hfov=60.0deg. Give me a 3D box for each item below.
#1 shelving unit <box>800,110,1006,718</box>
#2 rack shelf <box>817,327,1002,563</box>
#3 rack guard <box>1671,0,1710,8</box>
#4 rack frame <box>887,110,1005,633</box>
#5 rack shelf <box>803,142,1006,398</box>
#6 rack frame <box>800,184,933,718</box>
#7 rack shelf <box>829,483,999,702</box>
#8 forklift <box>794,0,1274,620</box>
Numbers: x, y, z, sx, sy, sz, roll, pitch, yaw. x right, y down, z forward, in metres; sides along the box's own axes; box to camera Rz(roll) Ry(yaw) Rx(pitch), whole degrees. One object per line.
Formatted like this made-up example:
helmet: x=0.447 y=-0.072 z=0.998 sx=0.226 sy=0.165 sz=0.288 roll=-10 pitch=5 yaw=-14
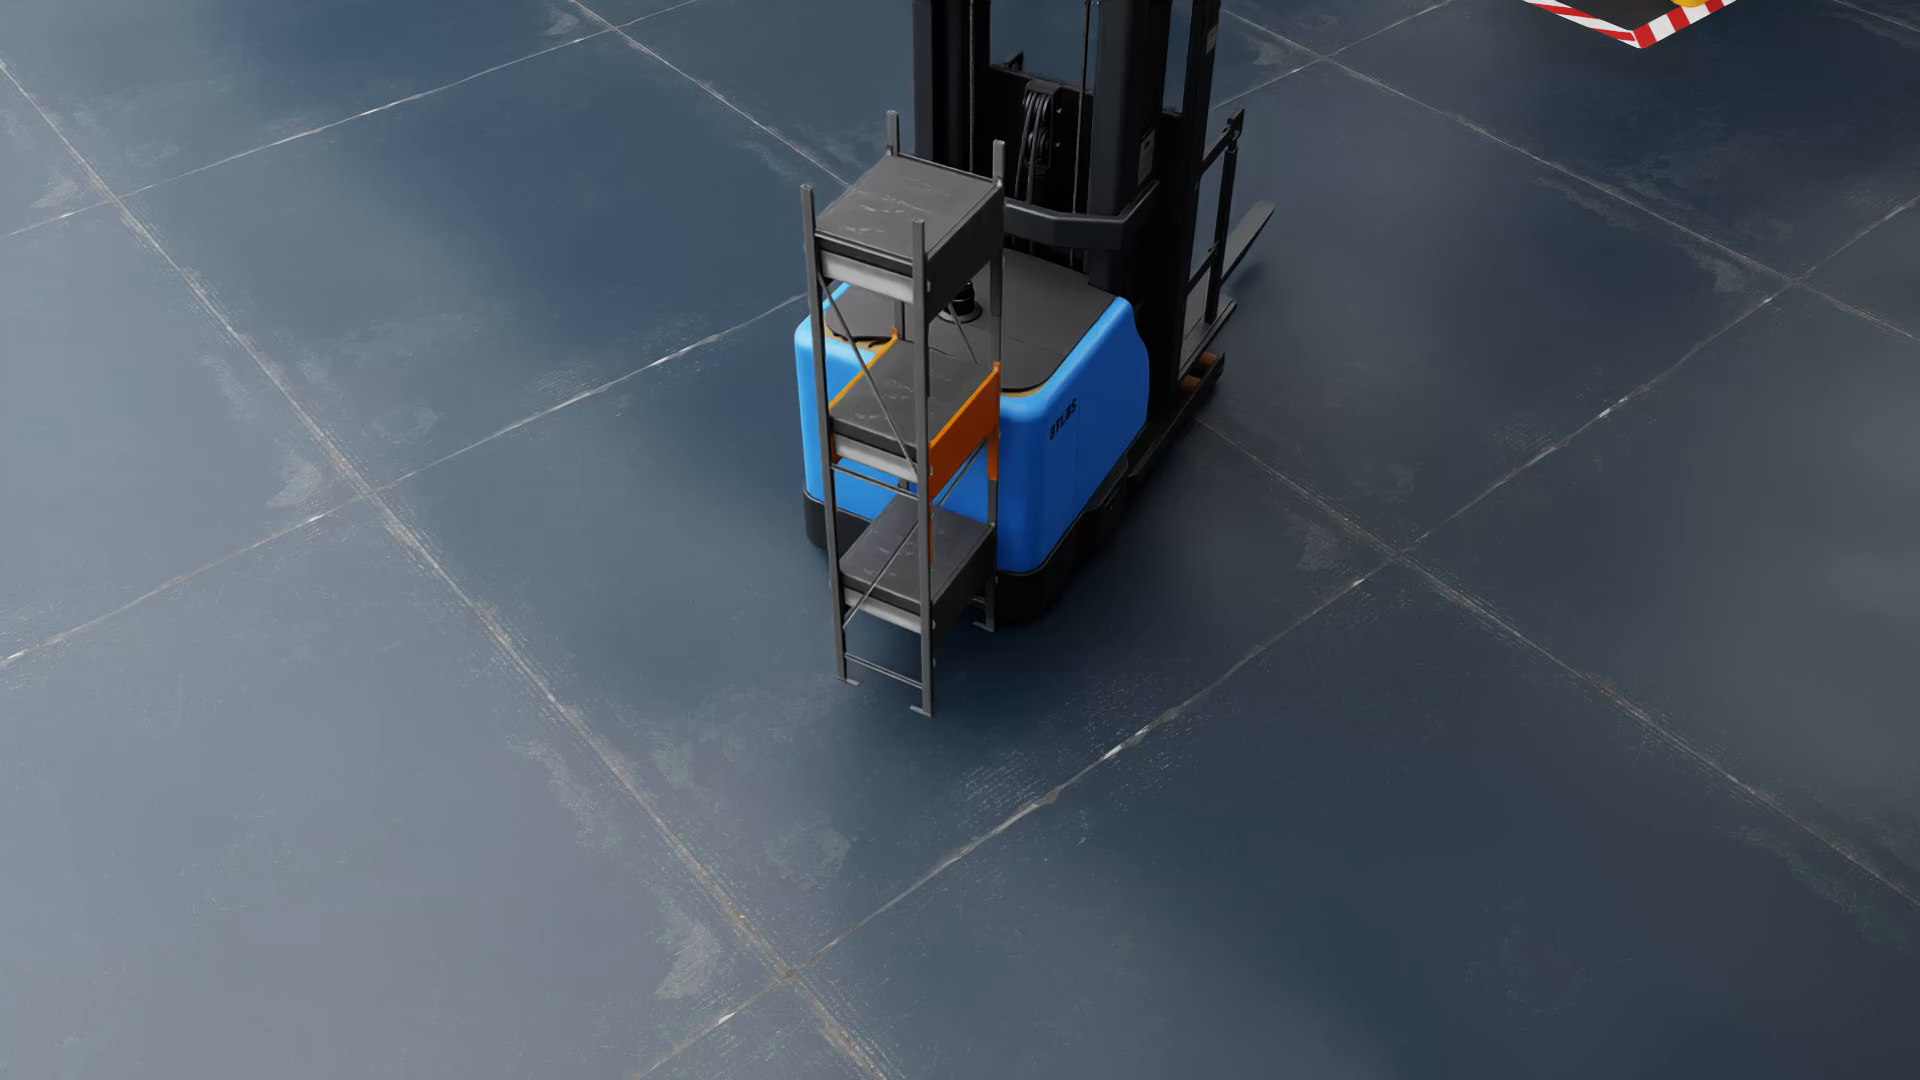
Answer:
shelving unit: x=-0.161 y=-0.332 z=5.570 sx=0.431 sy=2.100 sz=0.503 roll=20 pitch=47 yaw=20
rack shelf: x=-0.161 y=-0.322 z=5.579 sx=0.431 sy=0.518 sz=0.480 roll=20 pitch=47 yaw=20
rack guard: x=4.252 y=-3.825 z=10.458 sx=0.348 sy=0.500 sz=1.175 roll=-30 pitch=51 yaw=-28
rack frame: x=-0.044 y=-0.479 z=5.726 sx=0.400 sy=2.100 sz=0.015 roll=20 pitch=47 yaw=20
rack shelf: x=-0.161 y=-0.832 z=5.100 sx=0.431 sy=0.518 sz=0.480 roll=20 pitch=47 yaw=20
rack frame: x=-0.278 y=-0.185 z=5.414 sx=0.400 sy=2.100 sz=0.015 roll=20 pitch=47 yaw=20
rack shelf: x=-0.161 y=0.188 z=6.058 sx=0.431 sy=0.518 sz=0.480 roll=20 pitch=47 yaw=20
forklift: x=0.530 y=-1.765 z=6.488 sx=1.130 sy=2.935 sz=3.031 roll=20 pitch=47 yaw=20
